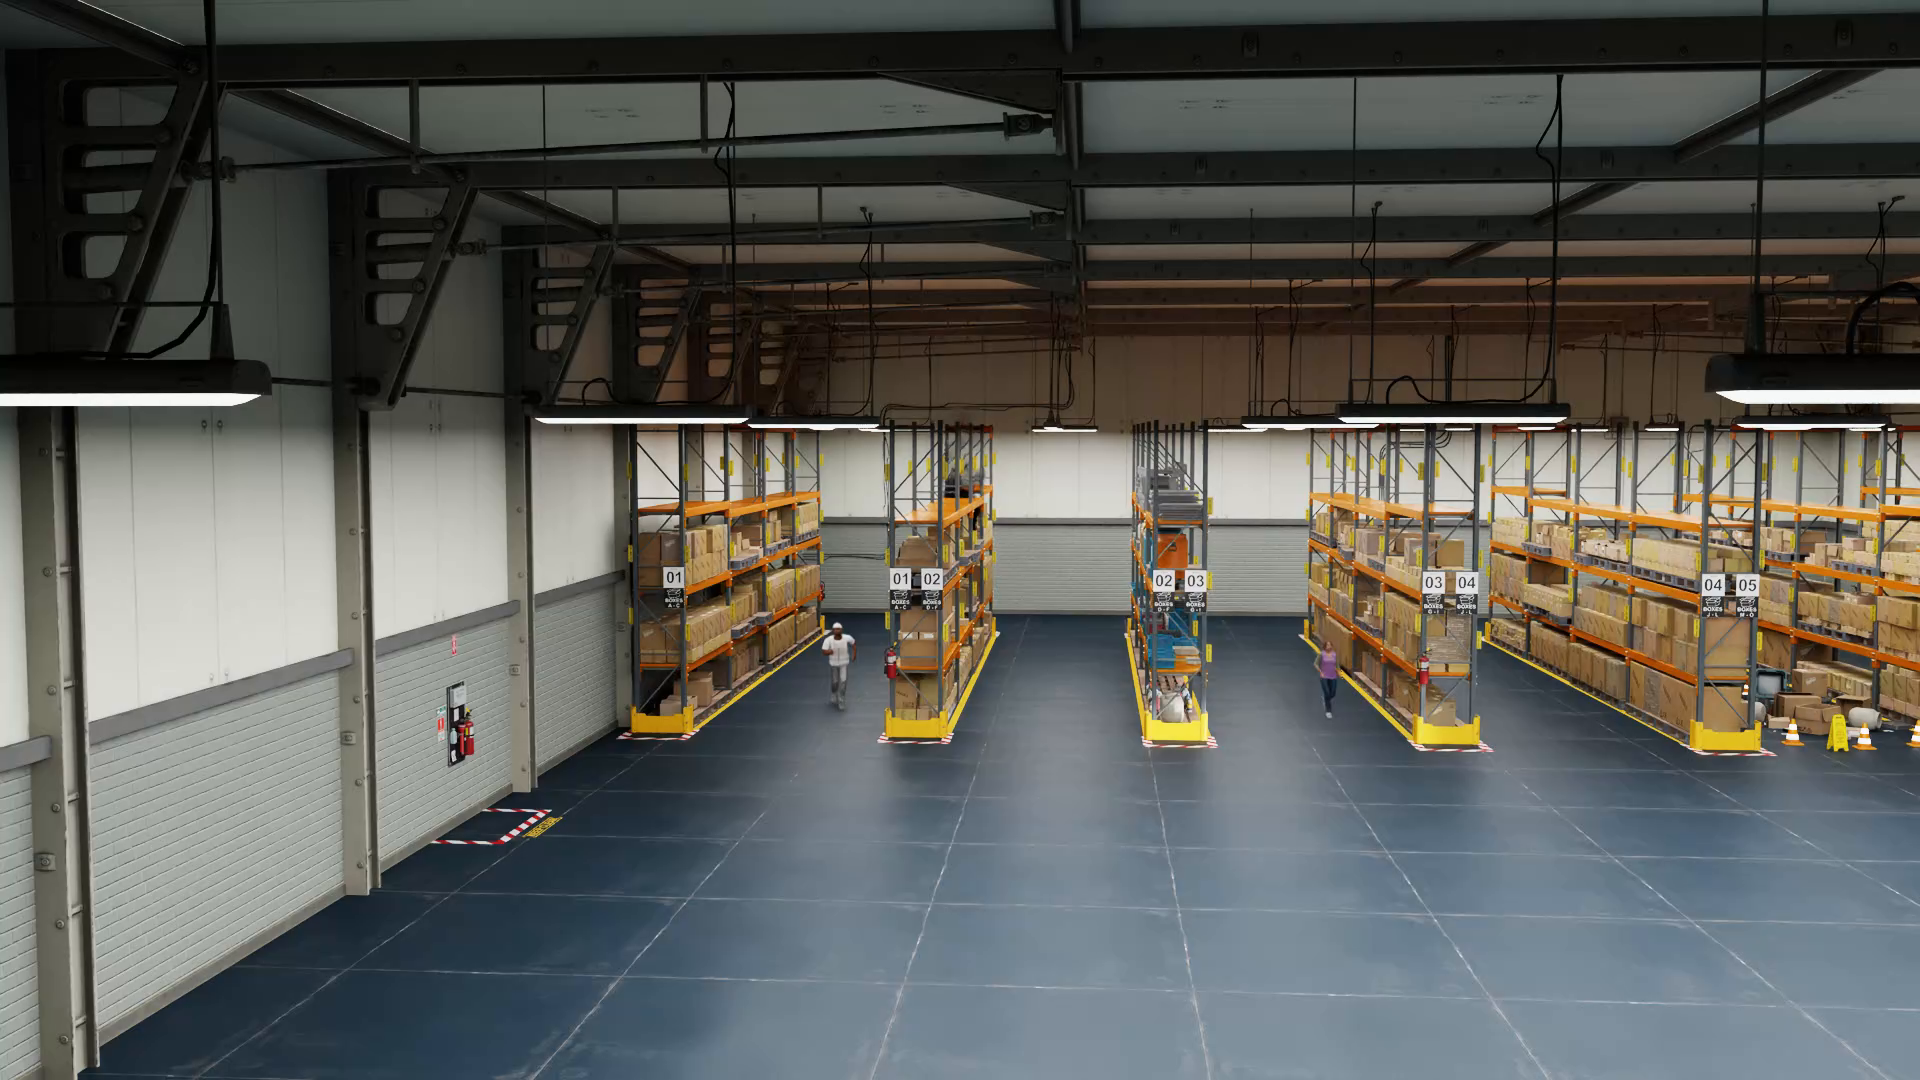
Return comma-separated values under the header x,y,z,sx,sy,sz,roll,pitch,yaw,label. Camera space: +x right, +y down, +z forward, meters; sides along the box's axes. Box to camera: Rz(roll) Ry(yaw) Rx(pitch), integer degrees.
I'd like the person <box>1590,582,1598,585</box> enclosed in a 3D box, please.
x,y,z,sx,sy,sz,roll,pitch,yaw,label
16.891,2.016,44.329,0.640,1.824,0.814,0,4,-2,person

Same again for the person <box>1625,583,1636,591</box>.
x,y,z,sx,sy,sz,roll,pitch,yaw,label
19.086,1.894,47.394,0.675,1.638,0.547,1,4,12,person

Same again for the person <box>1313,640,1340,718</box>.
x,y,z,sx,sy,sz,roll,pitch,yaw,label
7.470,2.812,33.869,0.540,1.567,0.604,0,4,-3,person

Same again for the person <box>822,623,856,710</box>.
x,y,z,sx,sy,sz,roll,pitch,yaw,label
-2.540,2.629,34.962,0.710,1.811,0.913,0,4,-1,person
